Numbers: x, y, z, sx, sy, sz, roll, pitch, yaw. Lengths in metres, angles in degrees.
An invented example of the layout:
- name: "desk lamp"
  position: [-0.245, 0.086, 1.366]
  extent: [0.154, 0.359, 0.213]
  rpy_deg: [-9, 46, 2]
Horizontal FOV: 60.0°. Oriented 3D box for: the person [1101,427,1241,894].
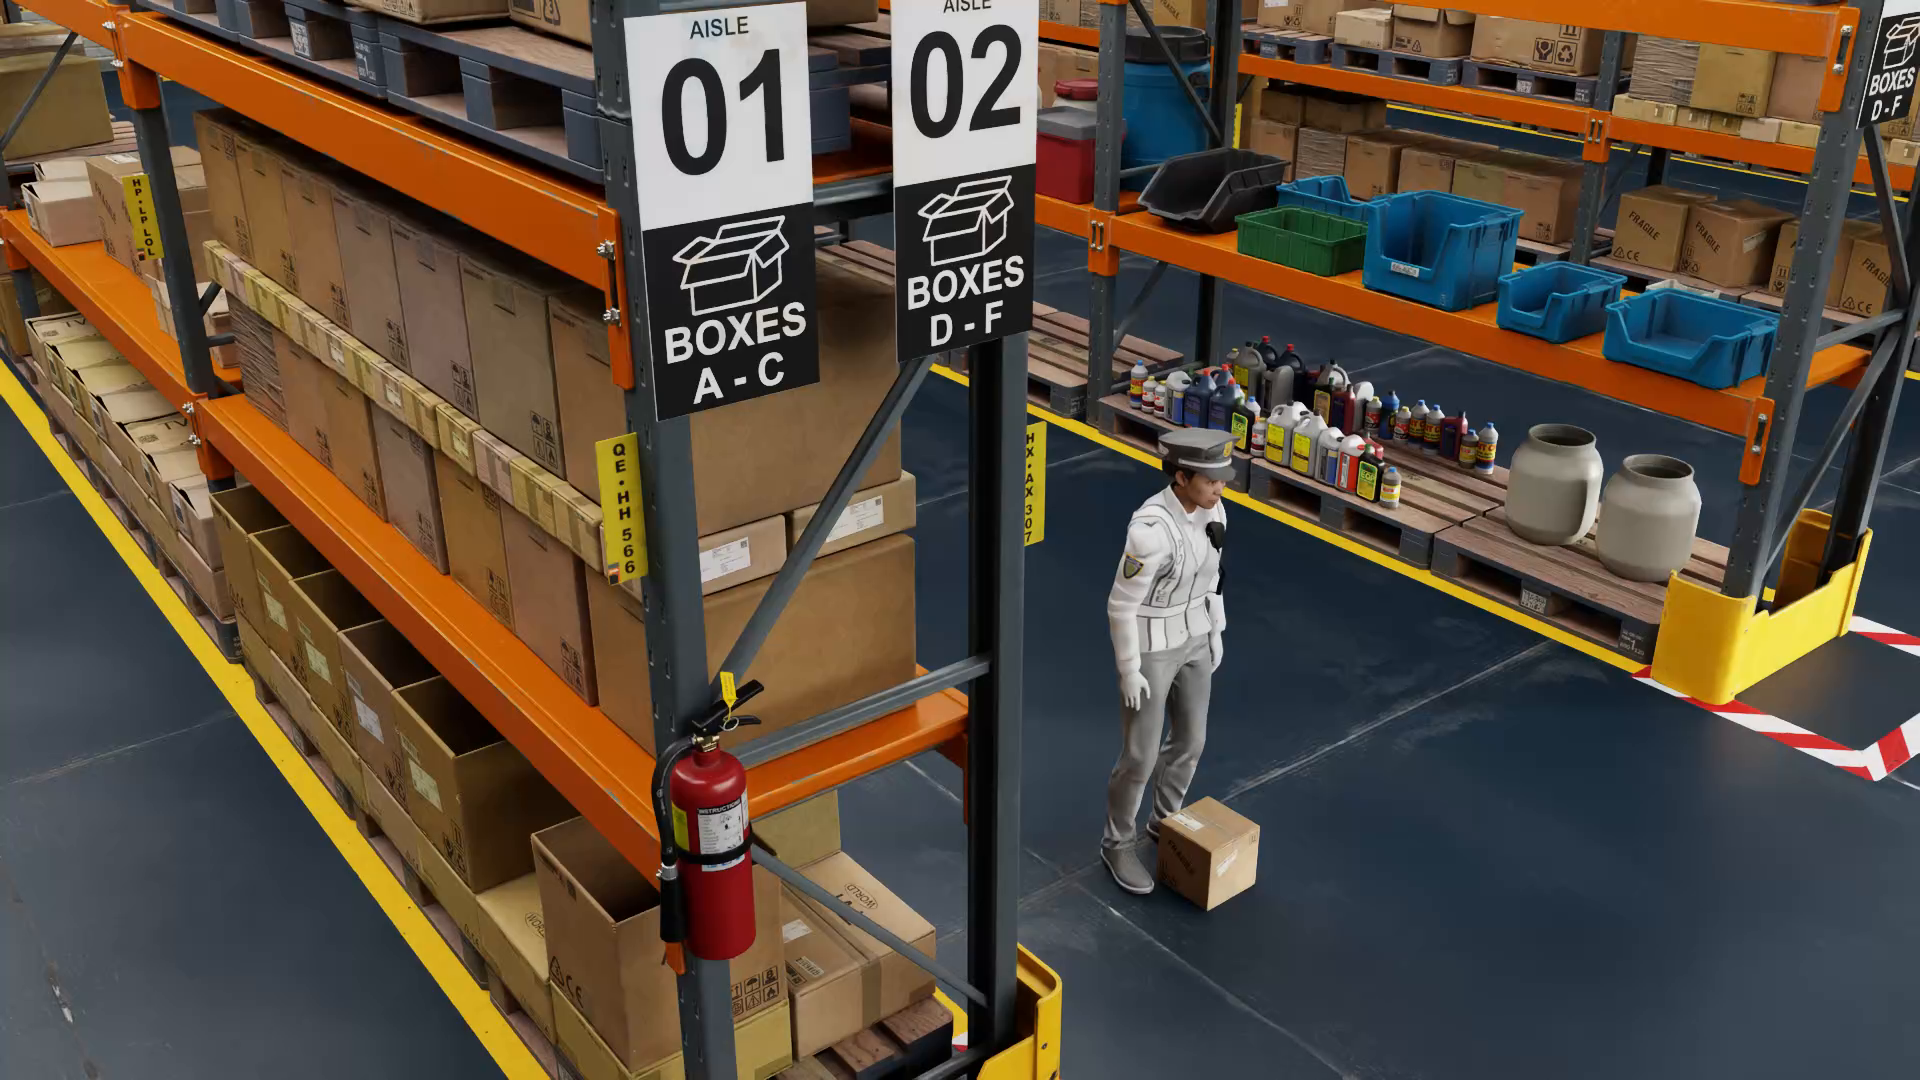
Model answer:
- name: "person"
  position: [0.725, 0.388, 5.767]
  extent: [0.541, 1.661, 0.375]
  rpy_deg: [-20, 32, -37]
